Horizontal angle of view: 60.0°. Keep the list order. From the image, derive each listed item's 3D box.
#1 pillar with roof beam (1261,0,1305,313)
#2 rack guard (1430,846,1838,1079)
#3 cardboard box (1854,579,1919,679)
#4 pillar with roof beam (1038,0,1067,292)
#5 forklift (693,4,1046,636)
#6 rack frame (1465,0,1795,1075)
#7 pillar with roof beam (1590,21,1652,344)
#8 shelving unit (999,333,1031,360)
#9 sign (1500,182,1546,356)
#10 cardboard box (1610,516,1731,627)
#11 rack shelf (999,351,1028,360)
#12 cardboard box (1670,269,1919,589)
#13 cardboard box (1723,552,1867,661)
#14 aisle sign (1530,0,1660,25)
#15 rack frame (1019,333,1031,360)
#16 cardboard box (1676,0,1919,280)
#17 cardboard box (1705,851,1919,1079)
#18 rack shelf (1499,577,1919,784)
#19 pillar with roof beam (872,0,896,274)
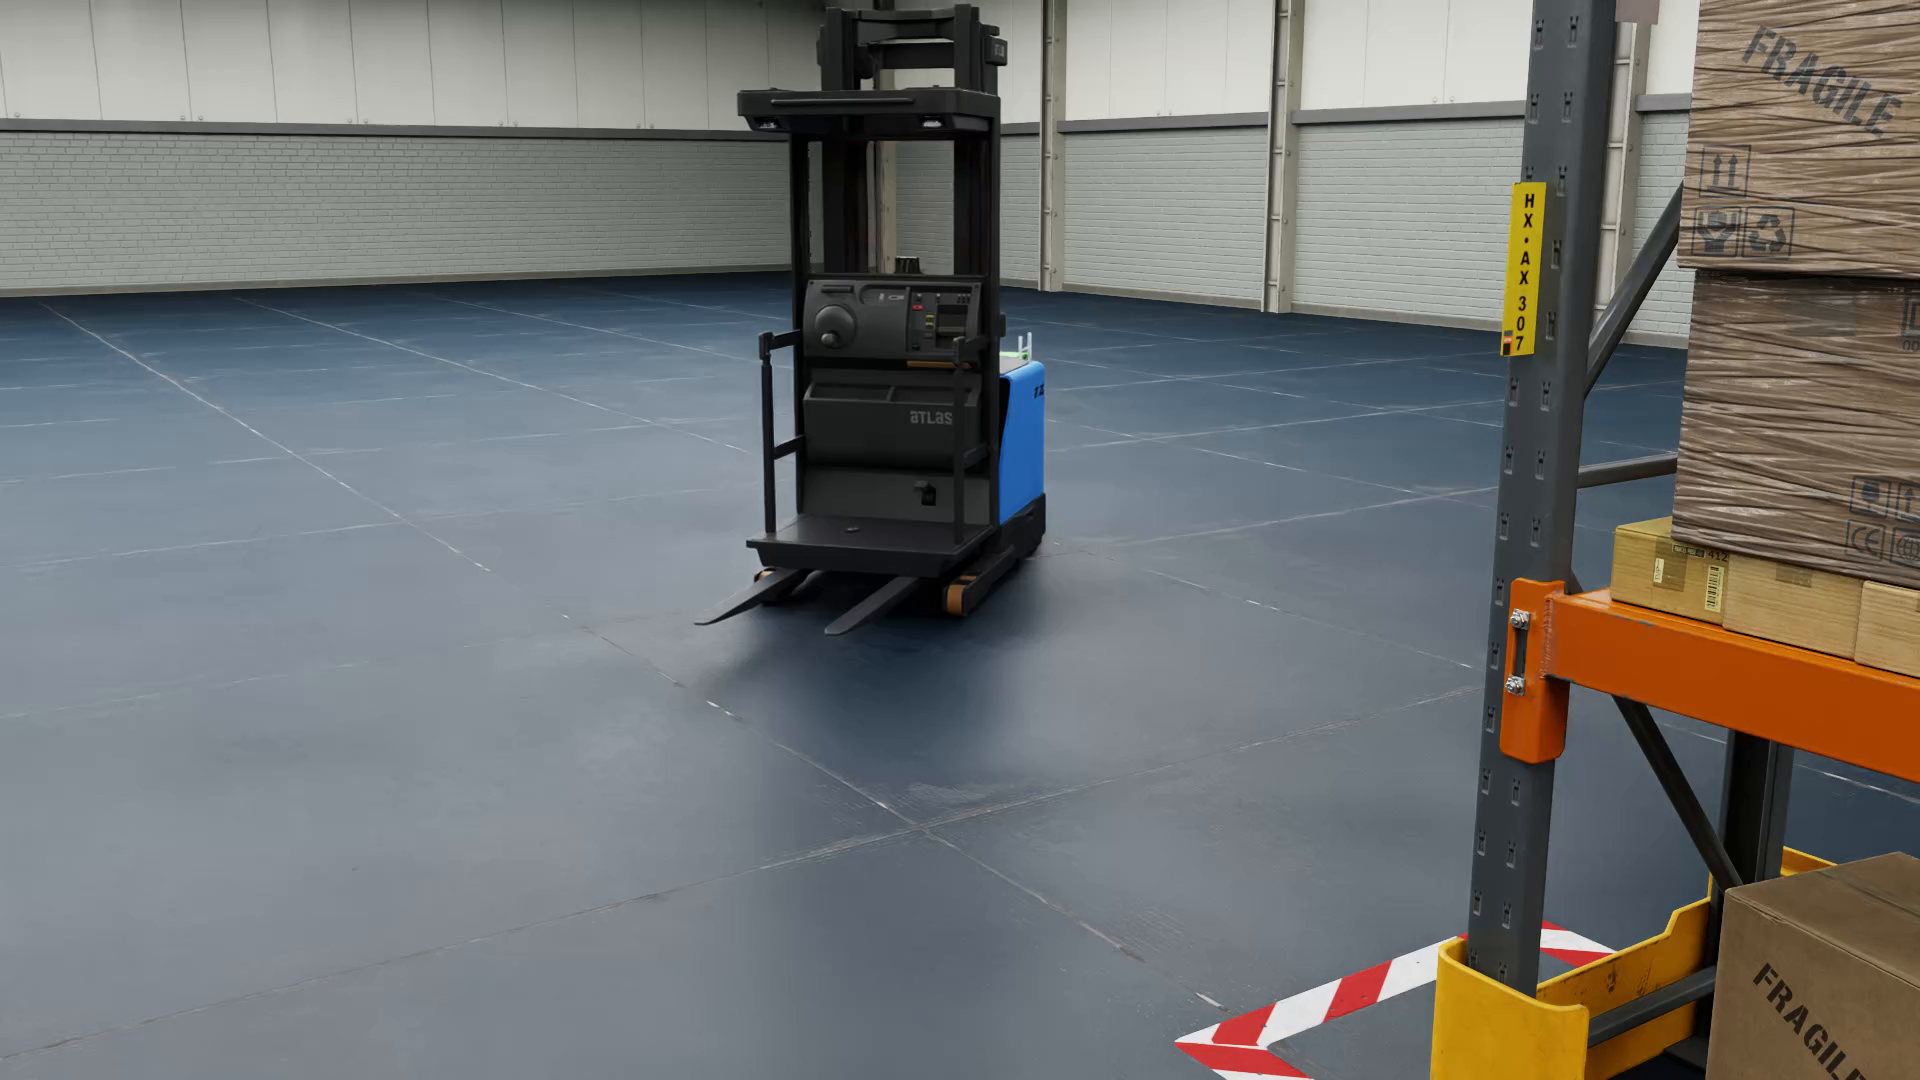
[{"bbox_3d":[1.451,-7.517,23.170,9.100,9.000,0.400,-8,15,-33],"label":"pillar with roof beam"},{"bbox_3d":[1.571,1.077,3.765,1.175,0.500,0.348,-8,15,-33],"label":"rack guard"},{"bbox_3d":[1.737,0.137,2.801,0.380,0.149,0.250,-8,15,-33],"label":"cardboard box"},{"bbox_3d":[-1.873,-8.584,28.049,9.100,9.000,0.400,-8,15,-33],"label":"pillar with roof beam"},{"bbox_3d":[-0.405,-1.146,8.242,1.130,2.935,3.031,4,13,16],"label":"forklift"},{"bbox_3d":[1.529,-0.157,3.560,1.000,3.000,0.127,-8,15,-33],"label":"rack frame"},{"bbox_3d":[4.775,-6.449,18.290,9.100,9.000,0.400,-8,15,-33],"label":"pillar with roof beam"},{"bbox_3d":[0.149,-0.636,9.961,0.503,1.200,0.258,4,13,16],"label":"shelving unit"},{"bbox_3d":[1.077,-0.516,3.174,0.100,0.325,0.005,-8,15,-33],"label":"sign"},{"bbox_3d":[1.488,0.044,3.226,0.380,0.149,0.250,-8,15,-33],"label":"cardboard box"},{"bbox_3d":[0.149,-1.042,9.872,0.480,0.148,0.258,4,13,16],"label":"rack shelf"},{"bbox_3d":[1.811,-0.250,3.055,0.875,0.500,0.500,-8,15,-33],"label":"cardboard box"},{"bbox_3d":[1.611,0.091,3.012,0.380,0.149,0.250,-8,15,-33],"label":"cardboard box"},{"bbox_3d":[1.245,-1.403,3.170,0.394,0.787,0.004,-8,15,-33],"label":"aisle sign"},{"bbox_3d":[0.383,-0.621,9.894,0.015,1.200,0.240,4,13,16],"label":"rack frame"},{"bbox_3d":[1.607,-0.710,2.816,0.500,0.500,0.500,-8,15,-33],"label":"cardboard box"},{"bbox_3d":[1.861,0.972,3.265,0.500,0.500,0.500,-5,13,-22],"label":"cardboard box"},{"bbox_3d":[2.637,0.550,2.010,1.077,0.370,4.000,-8,15,-33],"label":"rack shelf"},{"bbox_3d":[-5.198,-9.651,32.929,9.100,9.000,0.400,-8,15,-33],"label":"pillar with roof beam"}]
